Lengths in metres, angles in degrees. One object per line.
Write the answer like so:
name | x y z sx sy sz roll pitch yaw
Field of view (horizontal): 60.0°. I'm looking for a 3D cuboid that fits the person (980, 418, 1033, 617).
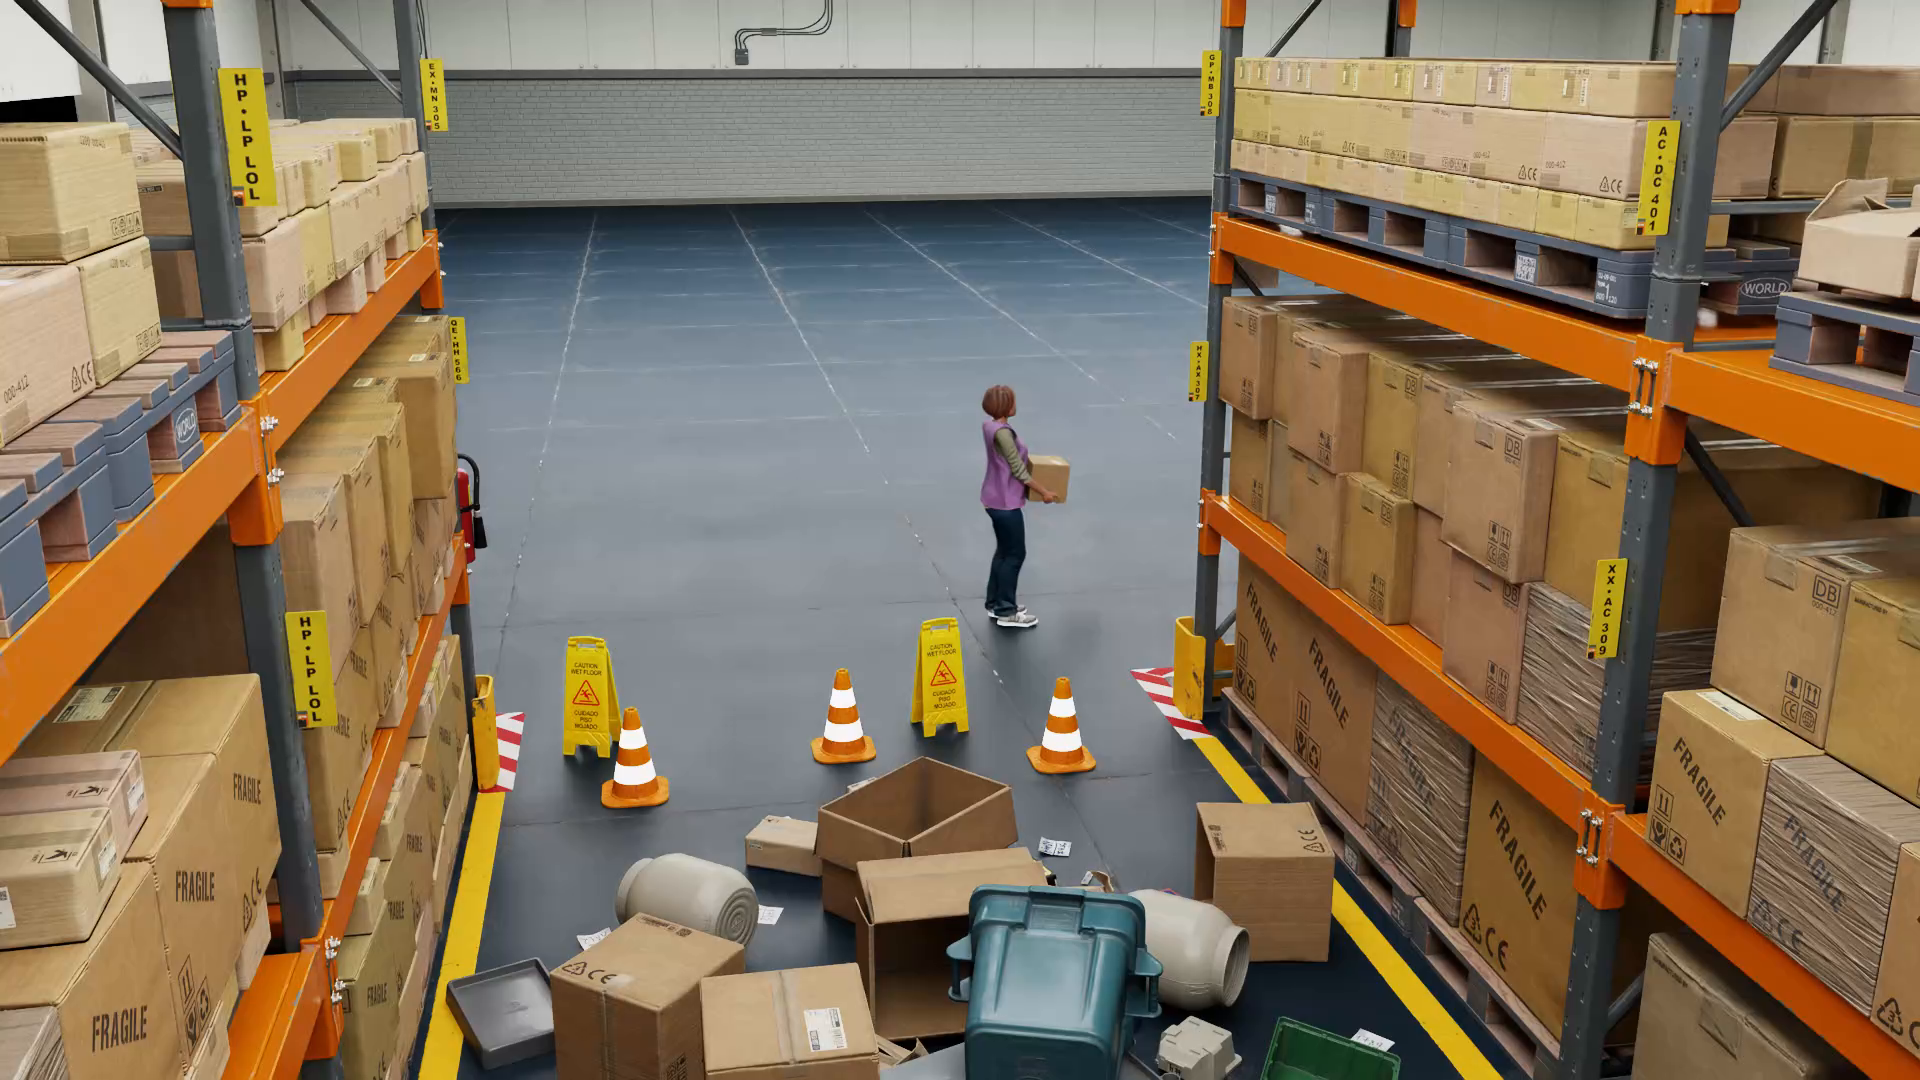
person | 0.295 -0.149 10.837 0.323 1.303 0.419 -3 17 -11
